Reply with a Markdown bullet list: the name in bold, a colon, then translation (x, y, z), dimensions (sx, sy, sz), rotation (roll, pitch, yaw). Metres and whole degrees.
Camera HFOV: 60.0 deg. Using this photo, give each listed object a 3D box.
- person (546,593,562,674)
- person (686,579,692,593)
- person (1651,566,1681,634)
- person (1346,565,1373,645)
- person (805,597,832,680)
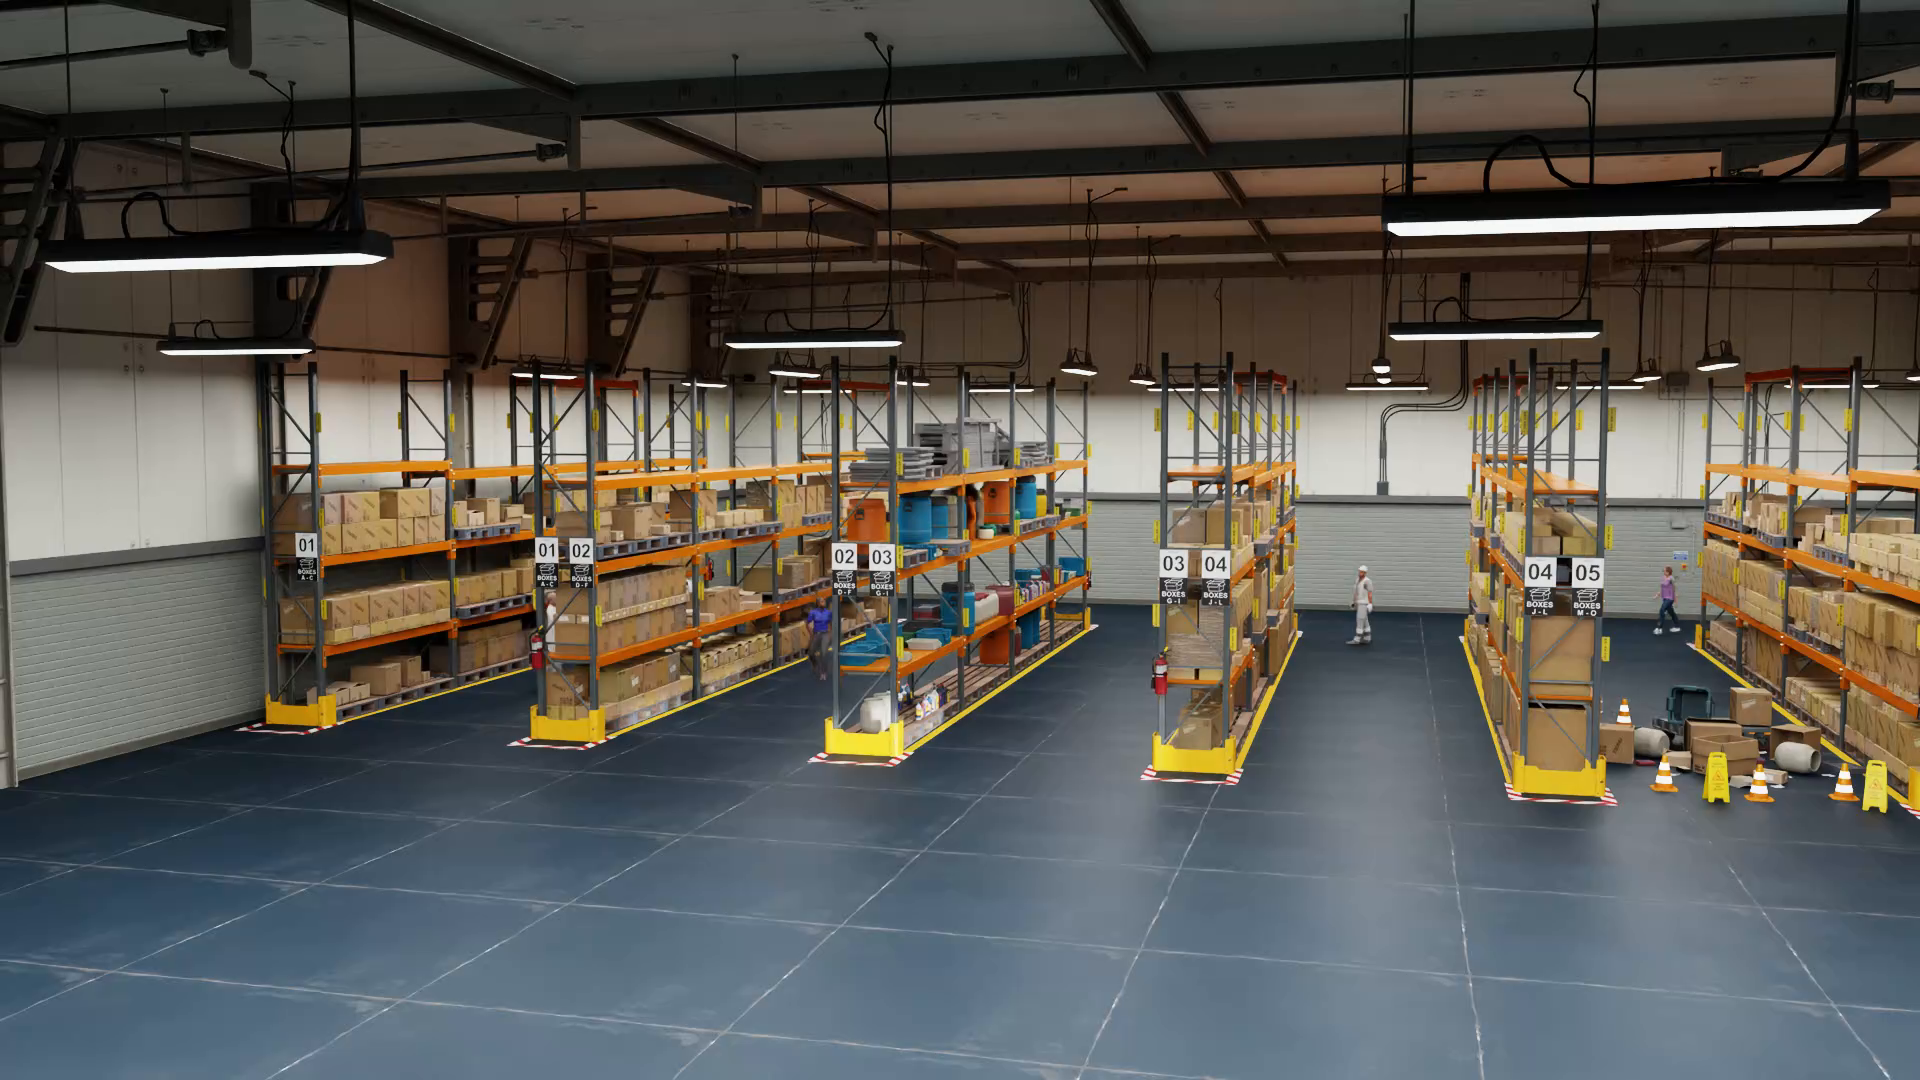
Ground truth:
- **person**: translation (-7.692, 1.906, 31.528), dimensions (0.504, 1.748, 0.582), rotation (-3, 5, -39)
- **person**: translation (-6.462, 1.451, 38.696), dimensions (0.598, 1.636, 0.996), rotation (1, 4, 13)
- **person**: translation (16.801, 1.421, 39.569), dimensions (0.765, 1.600, 0.393), rotation (0, 4, 0)
- **person**: translation (9.013, 1.461, 37.651), dimensions (0.628, 1.784, 0.552), rotation (0, 4, -4)
- **person**: translation (-2.770, 1.905, 32.431), dimensions (0.516, 1.582, 0.635), rotation (1, 4, 11)
